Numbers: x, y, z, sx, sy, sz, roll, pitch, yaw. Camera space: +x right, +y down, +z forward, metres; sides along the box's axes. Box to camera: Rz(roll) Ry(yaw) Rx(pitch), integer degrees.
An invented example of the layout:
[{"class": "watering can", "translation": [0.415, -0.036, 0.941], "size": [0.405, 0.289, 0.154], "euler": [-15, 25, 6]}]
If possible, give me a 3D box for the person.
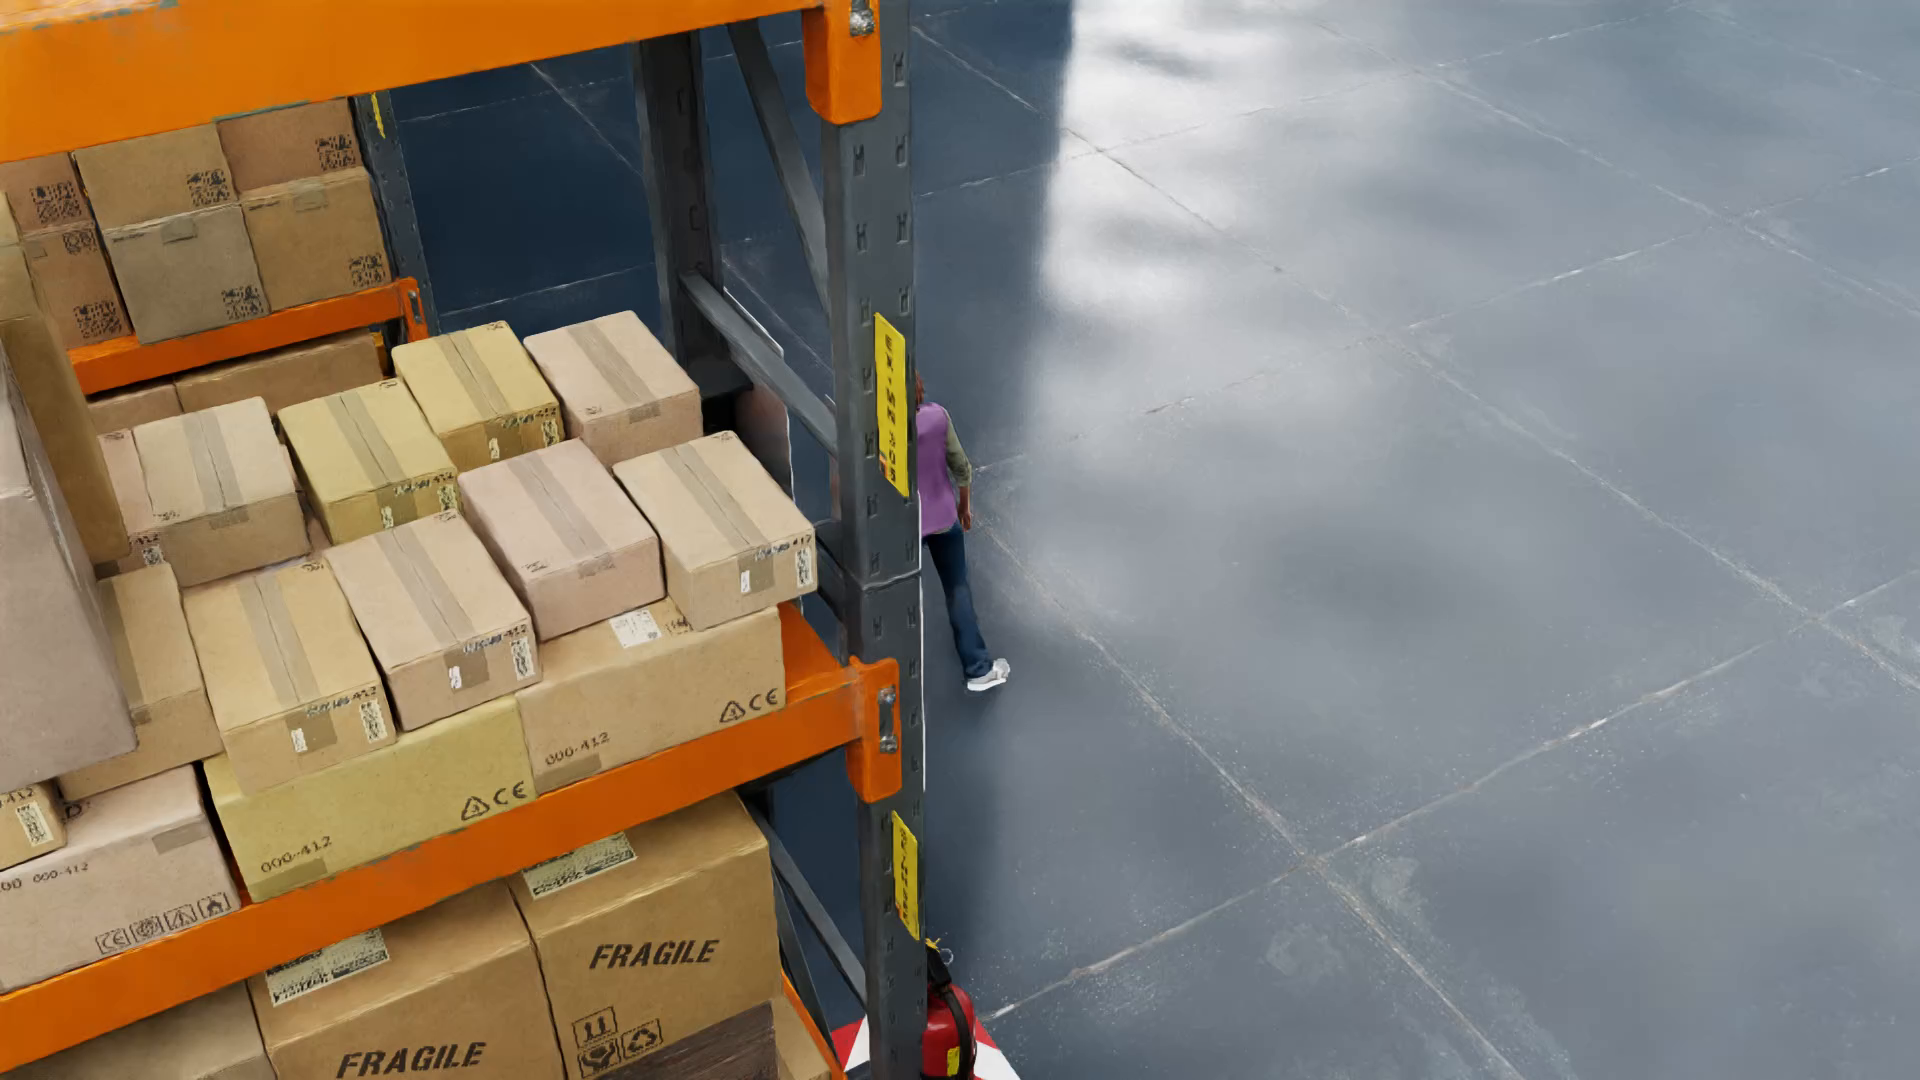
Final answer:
[{"class": "person", "translation": [-0.204, -0.025, 6.980], "size": [0.683, 1.557, 0.708], "euler": [-21, 42, -25]}]
